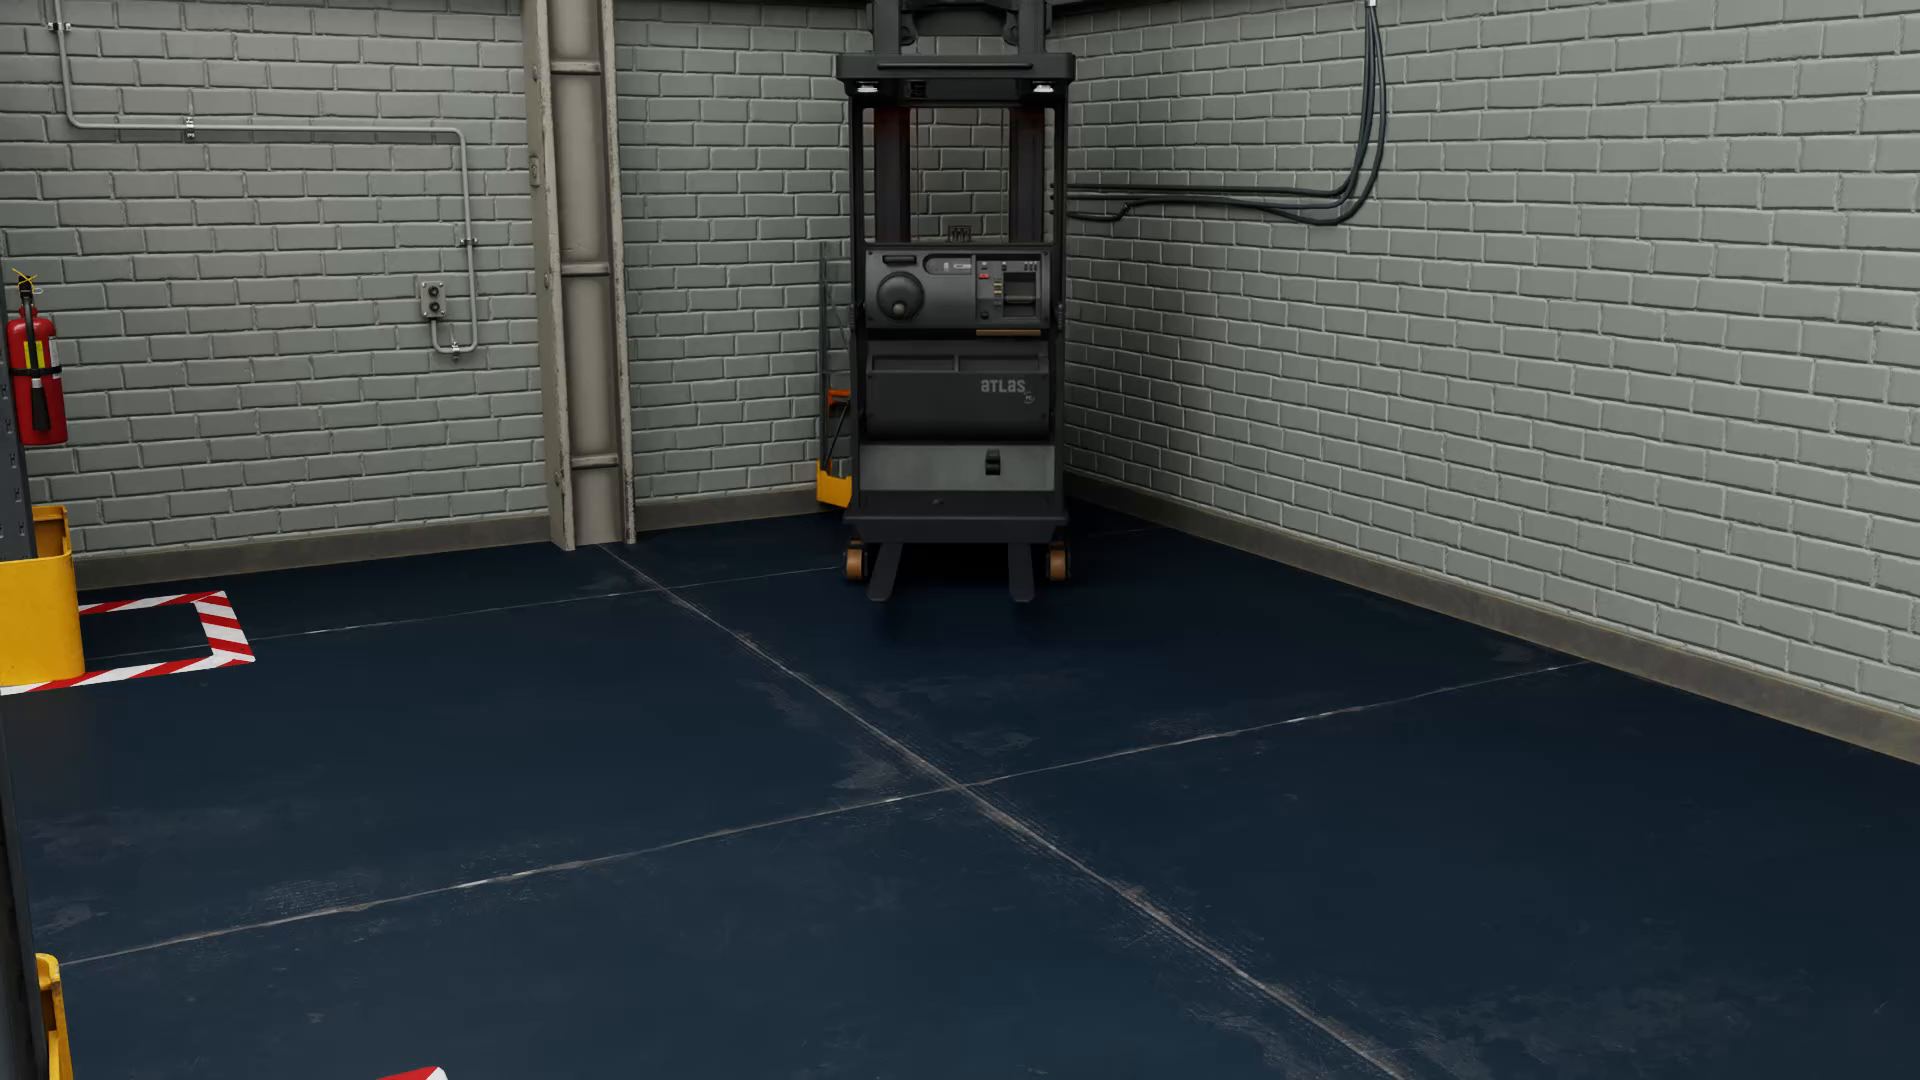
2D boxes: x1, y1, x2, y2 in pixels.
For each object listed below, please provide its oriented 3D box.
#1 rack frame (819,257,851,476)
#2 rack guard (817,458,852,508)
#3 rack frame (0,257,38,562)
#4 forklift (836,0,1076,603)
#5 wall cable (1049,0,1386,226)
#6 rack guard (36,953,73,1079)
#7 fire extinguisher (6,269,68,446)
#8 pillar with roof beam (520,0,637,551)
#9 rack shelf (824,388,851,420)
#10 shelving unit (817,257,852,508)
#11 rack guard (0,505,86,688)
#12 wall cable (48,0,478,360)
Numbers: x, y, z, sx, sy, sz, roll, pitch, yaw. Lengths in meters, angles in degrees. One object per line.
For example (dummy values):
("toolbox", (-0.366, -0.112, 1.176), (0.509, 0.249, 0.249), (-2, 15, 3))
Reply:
("rack frame", (-0.690, -0.944, 9.469), (0.032, 1.500, 0.500), (-4, 9, -28))
("rack guard", (-0.676, -0.326, 9.562), (0.087, 0.250, 0.587), (-4, 9, -28))
("rack frame", (-3.957, -1.005, 6.745), (0.127, 3.000, 1.000), (-7, 14, -28))
("forklift", (-0.012, -1.290, 8.166), (1.130, 2.935, 3.031), (0, 13, 1))
("wall cable", (1.178, -2.943, 8.765), (0.112, 2.526, 3.097), (-7, 14, -28))
("rack guard", (-1.647, 1.176, 2.744), (0.348, 0.500, 1.175), (-7, 14, -28))
("fire extinguisher", (-3.604, -0.713, 6.470), (0.183, 0.674, 0.296), (-7, 14, -28))
("pillar with roof beam", (0.061, -3.553, 4.403), (0.400, 9.000, 9.100), (-7, 14, -28))
("rack shelf", (-0.242, -0.795, 9.729), (1.000, 0.185, 0.538), (-4, 9, -28))
("shelving unit", (-0.233, -0.974, 9.709), (1.083, 1.500, 0.587), (-4, 9, -28))
("rack guard", (-3.936, 0.212, 7.031), (0.348, 0.500, 1.175), (-7, 14, -28))
("wall cable", (-3.287, -1.818, 8.042), (1.851, 1.984, 0.084), (-7, 14, -28))
